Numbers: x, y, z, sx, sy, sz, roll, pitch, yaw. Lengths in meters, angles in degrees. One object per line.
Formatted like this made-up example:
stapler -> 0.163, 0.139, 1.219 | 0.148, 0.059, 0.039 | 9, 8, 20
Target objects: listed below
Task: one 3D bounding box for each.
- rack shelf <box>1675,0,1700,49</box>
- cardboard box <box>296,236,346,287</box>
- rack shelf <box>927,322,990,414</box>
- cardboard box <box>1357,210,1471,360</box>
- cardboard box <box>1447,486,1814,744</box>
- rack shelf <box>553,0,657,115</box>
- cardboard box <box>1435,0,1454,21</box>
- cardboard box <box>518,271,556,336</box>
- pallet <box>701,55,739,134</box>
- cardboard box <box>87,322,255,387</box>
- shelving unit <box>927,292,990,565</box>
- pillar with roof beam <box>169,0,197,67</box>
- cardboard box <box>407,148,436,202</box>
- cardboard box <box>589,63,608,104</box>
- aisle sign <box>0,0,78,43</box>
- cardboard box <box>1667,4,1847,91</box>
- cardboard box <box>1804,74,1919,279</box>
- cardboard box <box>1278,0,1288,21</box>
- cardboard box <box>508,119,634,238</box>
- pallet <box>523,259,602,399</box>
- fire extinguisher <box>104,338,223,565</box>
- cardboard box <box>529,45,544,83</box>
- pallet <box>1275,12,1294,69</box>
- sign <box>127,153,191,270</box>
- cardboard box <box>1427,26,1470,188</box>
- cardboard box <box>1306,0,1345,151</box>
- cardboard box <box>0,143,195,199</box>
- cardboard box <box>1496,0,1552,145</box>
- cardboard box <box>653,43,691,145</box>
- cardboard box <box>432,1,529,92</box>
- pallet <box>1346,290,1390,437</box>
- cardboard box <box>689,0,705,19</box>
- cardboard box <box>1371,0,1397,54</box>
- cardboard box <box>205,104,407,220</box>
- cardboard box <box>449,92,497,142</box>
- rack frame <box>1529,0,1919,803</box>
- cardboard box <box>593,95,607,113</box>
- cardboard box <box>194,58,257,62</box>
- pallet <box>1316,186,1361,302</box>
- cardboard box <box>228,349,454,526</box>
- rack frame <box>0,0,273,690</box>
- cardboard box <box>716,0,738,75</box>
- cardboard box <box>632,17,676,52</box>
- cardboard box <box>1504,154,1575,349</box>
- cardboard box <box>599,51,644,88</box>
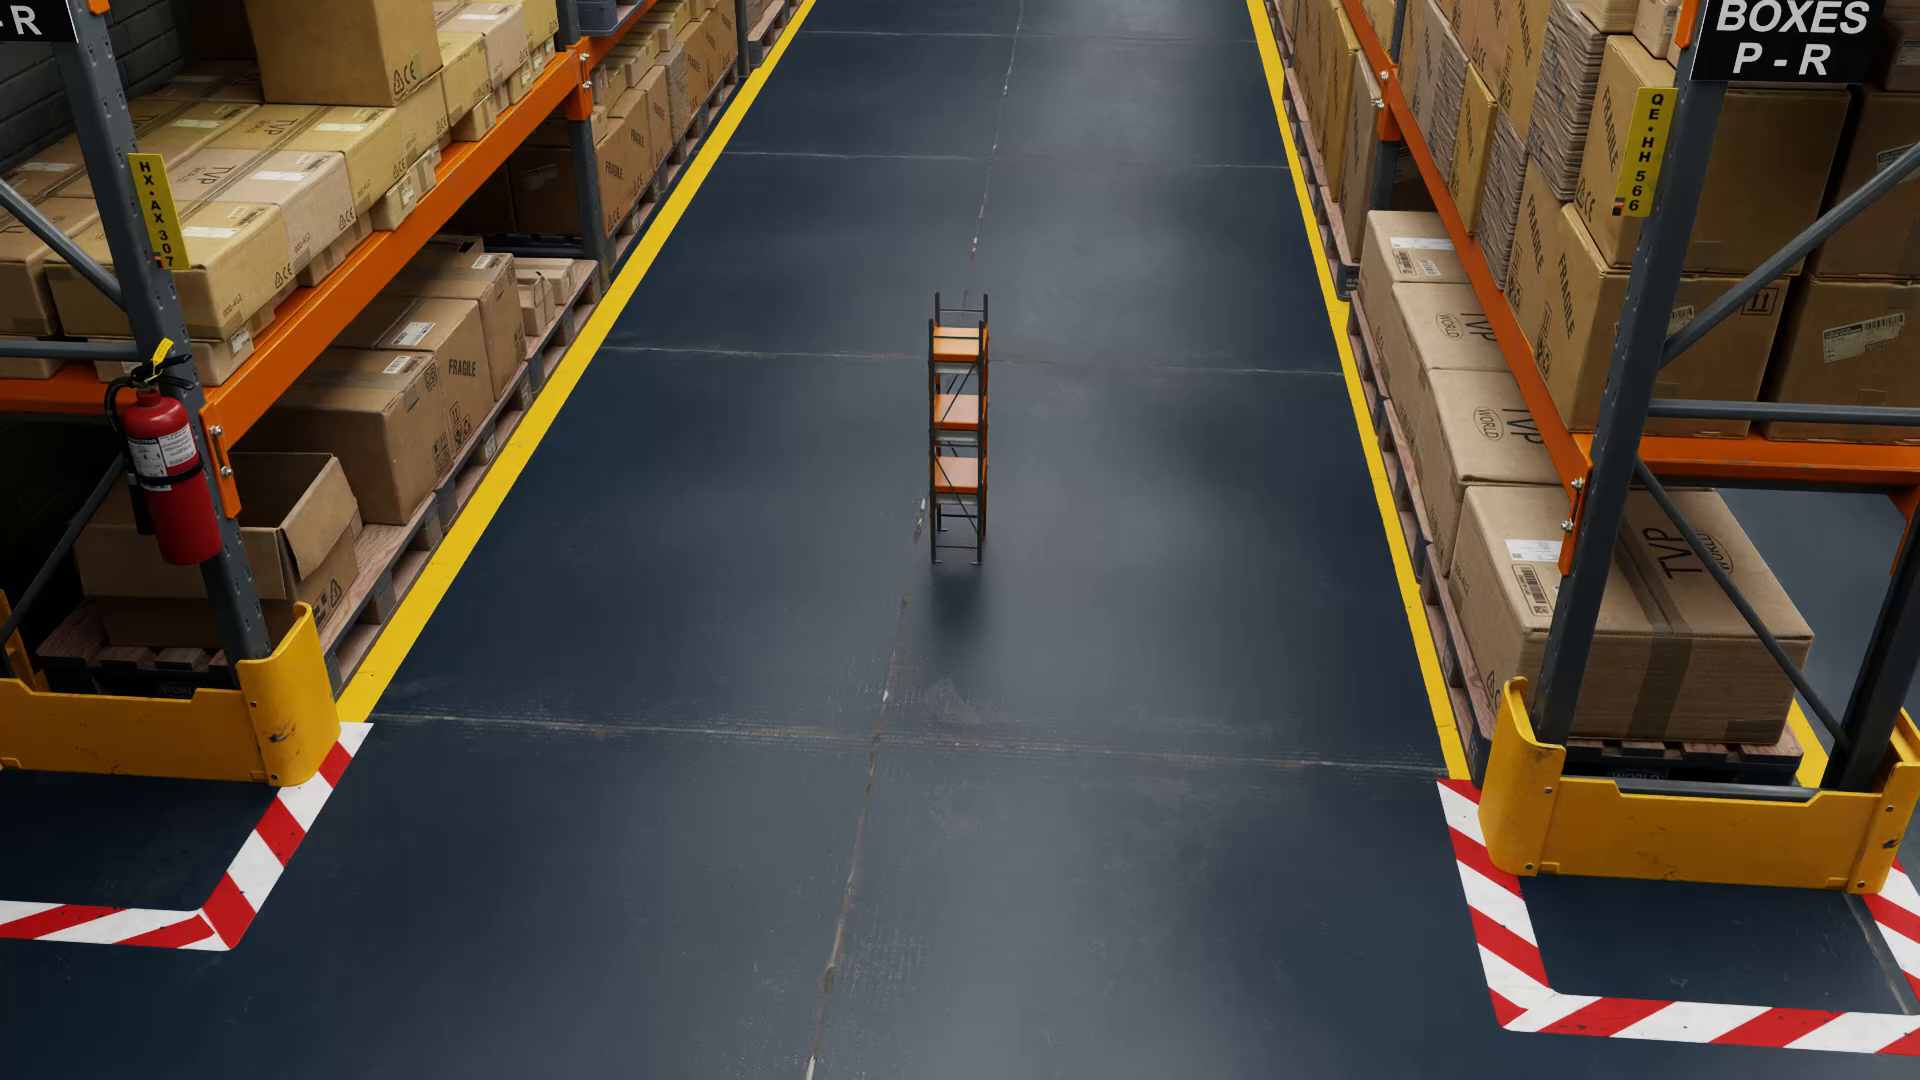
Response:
rack shelf -> 2.398, -2.348, 5.528 | 1.077, 0.370, 4.000 | 2, 32, 4
cardboard box -> -2.369, -0.998, 5.750 | 0.380, 0.149, 0.250 | 3, 32, 6
rack shelf -> -0.004, -0.652, 6.286 | 0.215, 0.259, 0.240 | 2, 32, 4
cardboard box -> 2.402, -1.187, 7.860 | 0.875, 0.438, 0.875 | 2, 32, 3
cardboard box -> 2.189, 0.231, 5.558 | 0.875, 0.438, 0.875 | 1, 32, 2
rack shelf -> -2.224, -3.373, 10.049 | 1.077, 0.370, 4.000 | 2, 32, 4
cardboard box -> 2.233, -2.389, 6.719 | 0.500, 0.500, 0.500 | 2, 32, 3
cardboard box -> -2.169, -1.158, 7.975 | 0.396, 0.266, 0.258 | 4, 32, 6
pallet -> -2.160, -3.149, 11.658 | 1.003, 0.211, 1.213 | 2, 32, 4
cardboard box -> -2.412, -0.595, 5.096 | 0.380, 0.149, 0.250 | 2, 32, 4
shelving unit -> -0.004, -0.419, 6.429 | 0.215, 1.050, 0.252 | 2, 32, 4
pillar with roof beam -> 0.949, -4.678, 5.763 | 9.100, 9.000, 0.400 | 2, 32, 4
cardboard box -> -2.257, -1.405, 6.410 | 0.380, 0.149, 0.250 | 3, 32, 5
cardboard box -> -2.119, -2.465, 8.971 | 0.380, 0.149, 0.250 | 1, 32, 2
aisle sign -> -2.425, -1.600, 4.009 | 0.394, 0.787, 0.004 | 2, 32, 4
cardboard box -> 2.065, -1.272, 4.289 | 0.380, 0.149, 0.250 | 3, 32, 5
cardboard box -> 2.558, -1.039, 4.528 | 0.500, 0.500, 0.500 | 2, 32, 3
cardboard box -> 2.994, -4.256, 12.901 | 0.950, 0.372, 0.625 | 2, 32, 3
cardboard box -> -2.123, -1.991, 9.104 | 0.500, 0.500, 0.500 | 4, 32, 6
pallet -> -2.444, -1.087, 8.313 | 1.003, 0.211, 1.213 | 2, 32, 4
fire extinguisher -> -2.264, -0.253, 4.731 | 0.296, 0.674, 0.183 | 2, 32, 4
cardboard box -> -2.161, -2.212, 7.719 | 0.380, 0.149, 0.250 | 3, 32, 5
pallet -> 2.951, -3.736, 12.611 | 1.003, 0.211, 1.213 | 2, 32, 4
sign -> -2.172, -0.887, 4.505 | 0.100, 0.325, 0.005 | 2, 32, 4
cardboard box -> 2.169, -1.709, 6.568 | 0.500, 0.500, 0.500 | 3, 32, 4
cardboard box -> 2.670, -2.965, 10.327 | 0.875, 0.875, 0.875 | 3, 32, 5
cardboard box -> -2.896, -1.126, 5.577 | 0.500, 0.250, 0.500 | 3, 32, 4
cardboard box -> 2.094, -1.595, 5.431 | 0.500, 0.500, 0.500 | 2, 32, 4
cardboard box -> -1.996, -2.802, 10.420 | 0.500, 0.500, 0.500 | 1, 32, 2
cardboard box -> -2.211, -2.157, 7.250 | 0.500, 0.250, 0.500 | 3, 32, 4
pallet -> 2.421, -0.842, 7.915 | 1.003, 0.211, 1.213 | 2, 32, 4
cardboard box -> -1.906, -3.567, 11.042 | 0.380, 0.149, 0.250 | 1, 32, 2
cardboard box -> 2.346, -2.605, 8.260 | 0.500, 0.250, 0.500 | 2, 32, 3
cardboard box -> -2.328, -1.359, 5.956 | 0.500, 0.250, 0.500 | 2, 32, 3
cardboard box -> -2.199, -1.804, 7.058 | 0.380, 0.149, 0.250 | 2, 32, 3
rack frame -> 2.235, -0.332, 4.429 | 1.000, 3.000, 0.127 | 2, 32, 4
cardboard box -> -2.147, -2.348, 9.065 | 0.380, 0.149, 0.250 | 2, 32, 3
cardboard box -> -2.774, -1.916, 6.860 | 0.500, 0.250, 0.500 | 3, 32, 5
pallet -> 2.548, -1.643, 9.214 | 1.003, 0.211, 1.213 | 2, 32, 4
cardboard box -> -2.460, -0.417, 6.550 | 0.700, 0.500, 0.500 | 4, 32, 6
rack frame -> -2.713, -0.542, 4.770 | 1.000, 3.000, 0.127 | 2, 32, 4
cardboard box -> -1.881, -3.609, 11.730 | 0.500, 0.500, 0.500 | 3, 32, 5
cardboard box -> -1.985, -3.154, 10.373 | 0.380, 0.149, 0.250 | 1, 32, 2
cardboard box -> 2.066, -0.899, 5.255 | 0.500, 0.500, 0.500 | 2, 32, 3
cardboard box -> -2.071, -2.756, 9.727 | 0.380, 0.149, 0.250 | 2, 32, 4
